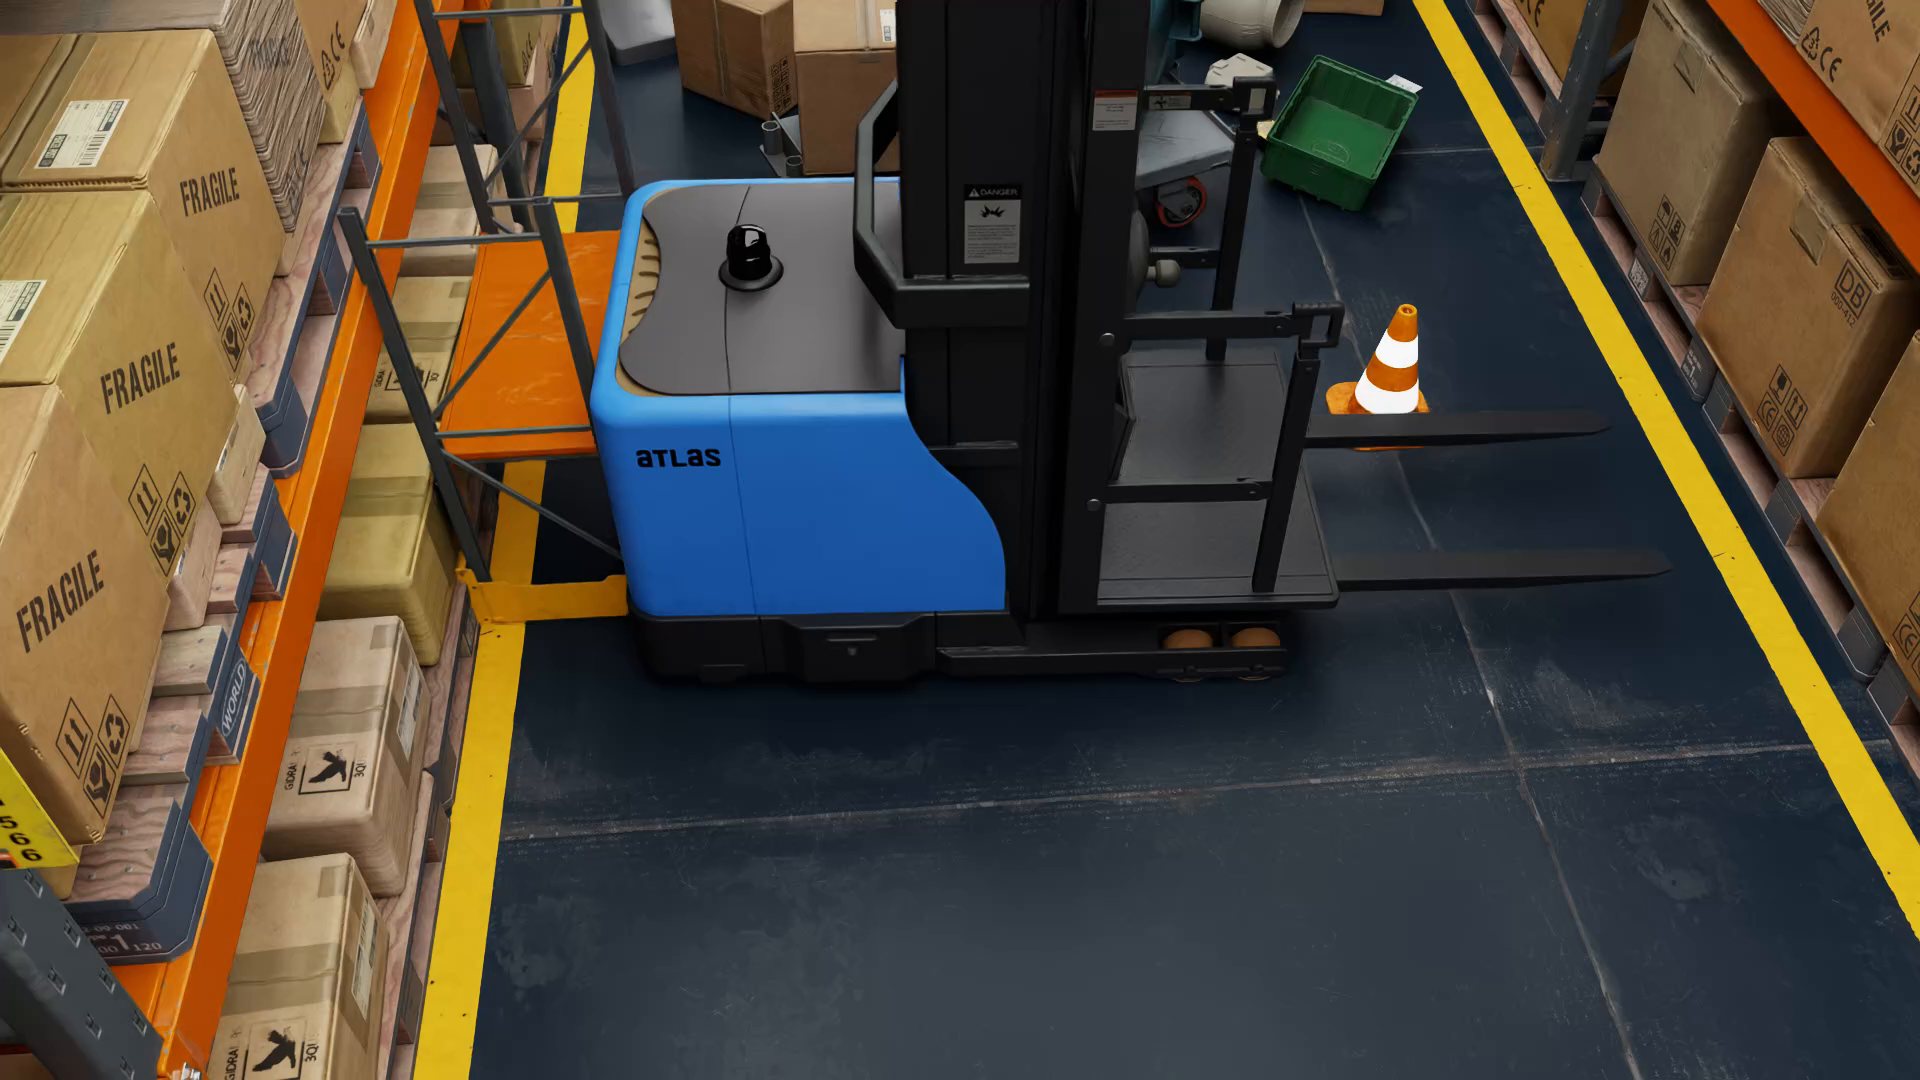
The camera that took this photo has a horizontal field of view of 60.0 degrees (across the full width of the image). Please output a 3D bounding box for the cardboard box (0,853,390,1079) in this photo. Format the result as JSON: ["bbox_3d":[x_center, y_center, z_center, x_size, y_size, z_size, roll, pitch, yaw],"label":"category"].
[{"bbox_3d":[-1.807,1.104,3.659,0.950,0.372,0.625,-6,47,-6],"label":"cardboard box"}]

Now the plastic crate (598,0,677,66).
[{"bbox_3d":[-1.418,-2.322,7.394,0.402,0.080,0.583,-19,49,-17],"label":"plastic crate"}]

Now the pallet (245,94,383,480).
[{"bbox_3d":[-1.976,-0.610,3.894,1.003,0.211,1.213,-3,47,-3],"label":"pallet"}]

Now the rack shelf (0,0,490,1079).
[{"bbox_3d":[-1.937,-0.446,4.102,1.077,0.370,4.000,-3,47,-3],"label":"rack shelf"}]

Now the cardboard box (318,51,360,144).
[{"bbox_3d":[-1.715,-1.104,4.113,0.380,0.149,0.250,-4,47,-3],"label":"cardboard box"}]

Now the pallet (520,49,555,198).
[{"bbox_3d":[-2.196,-1.665,6.681,1.003,0.211,1.213,-3,47,-3],"label":"pallet"}]

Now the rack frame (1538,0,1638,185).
[{"bbox_3d":[2.820,-2.514,5.565,1.000,3.000,0.127,-3,47,-3],"label":"rack frame"}]

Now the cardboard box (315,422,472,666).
[{"bbox_3d":[-1.934,0.021,4.684,0.950,0.372,0.625,-2,47,-2],"label":"cardboard box"}]

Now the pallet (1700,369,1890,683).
[{"bbox_3d":[3.065,-0.117,5.215,1.003,0.211,1.213,-3,47,-3],"label":"pallet"}]

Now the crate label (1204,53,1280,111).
[{"bbox_3d":[1.167,-1.916,6.970,0.298,0.136,0.250,-36,56,-29],"label":"crate label"}]

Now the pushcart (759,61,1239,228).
[{"bbox_3d":[0.164,-1.413,6.328,1.648,0.377,0.936,-19,49,-17],"label":"pushcart"}]

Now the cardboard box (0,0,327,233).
[{"bbox_3d":[-1.712,-0.989,3.558,0.500,0.500,0.500,-5,47,-5],"label":"cardboard box"}]

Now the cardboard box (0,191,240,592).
[{"bbox_3d":[-1.627,-0.243,2.852,0.500,0.500,0.500,-1,47,-1],"label":"cardboard box"}]

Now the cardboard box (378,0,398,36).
[{"bbox_3d":[-1.724,-1.466,4.457,0.380,0.149,0.250,-4,47,-4],"label":"cardboard box"}]

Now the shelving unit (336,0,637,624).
[{"bbox_3d":[-1.220,-0.662,4.797,0.587,1.500,1.083,-3,49,-1],"label":"shelving unit"}]

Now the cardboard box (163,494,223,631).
[{"bbox_3d":[-1.578,0.042,3.028,0.380,0.149,0.250,-6,47,-6],"label":"cardboard box"}]

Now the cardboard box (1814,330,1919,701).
[{"bbox_3d":[3.117,-0.069,4.510,1.050,0.750,0.750,-3,47,-3],"label":"cardboard box"}]

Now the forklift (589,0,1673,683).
[{"bbox_3d":[0.563,-0.979,4.159,3.031,2.935,1.130,-1,47,-1],"label":"forklift"}]

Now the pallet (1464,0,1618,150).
[{"bbox_3d":[2.834,-2.110,7.103,1.003,0.211,1.213,-3,47,-3],"label":"pallet"}]

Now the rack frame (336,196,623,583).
[{"bbox_3d":[-1.194,-0.289,4.467,0.500,1.500,0.032,-3,49,-1],"label":"rack frame"}]

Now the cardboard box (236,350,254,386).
[{"bbox_3d":[-1.679,-0.328,3.378,0.380,0.149,0.250,-1,47,-1],"label":"cardboard box"}]

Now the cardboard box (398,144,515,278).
[{"bbox_3d":[-2.058,-1.002,5.653,0.950,0.372,0.625,-3,47,-3],"label":"cardboard box"}]

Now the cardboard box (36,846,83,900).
[{"bbox_3d":[-1.611,0.450,2.642,0.380,0.149,0.250,-6,47,-6],"label":"cardboard box"}]

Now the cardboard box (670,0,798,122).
[{"bbox_3d":[-0.838,-2.139,6.930,0.500,0.500,0.500,27,52,23],"label":"cardboard box"}]

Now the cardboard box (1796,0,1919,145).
[{"bbox_3d":[2.678,-1.424,4.464,0.500,0.500,0.500,-4,47,-4],"label":"cardboard box"}]

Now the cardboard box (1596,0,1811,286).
[{"bbox_3d":[2.962,-1.441,5.809,1.050,0.750,0.750,-4,47,-3],"label":"cardboard box"}]

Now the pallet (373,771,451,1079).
[{"bbox_3d":[-1.833,1.147,4.018,1.003,0.211,1.213,-3,47,-3],"label":"pallet"}]

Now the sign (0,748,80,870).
[{"bbox_3d":[-1.217,0.320,2.084,0.100,0.325,0.005,-3,47,-3],"label":"sign"}]

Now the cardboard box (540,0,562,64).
[{"bbox_3d":[-1.940,-2.168,6.842,0.500,0.250,0.500,-1,47,-1],"label":"cardboard box"}]

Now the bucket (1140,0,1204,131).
[{"bbox_3d":[0.511,-1.869,6.162,0.726,0.611,0.620,11,58,10],"label":"bucket"}]

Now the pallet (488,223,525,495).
[{"bbox_3d":[-2.038,-0.618,5.690,1.003,0.211,1.213,-3,47,-3],"label":"pallet"}]

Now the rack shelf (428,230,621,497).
[{"bbox_3d":[-1.217,-0.550,4.938,0.538,0.185,1.000,-3,49,-1],"label":"rack shelf"}]

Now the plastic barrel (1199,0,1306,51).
[{"bbox_3d":[1.196,-2.356,7.189,0.512,0.421,0.421,27,52,23],"label":"plastic barrel"}]
